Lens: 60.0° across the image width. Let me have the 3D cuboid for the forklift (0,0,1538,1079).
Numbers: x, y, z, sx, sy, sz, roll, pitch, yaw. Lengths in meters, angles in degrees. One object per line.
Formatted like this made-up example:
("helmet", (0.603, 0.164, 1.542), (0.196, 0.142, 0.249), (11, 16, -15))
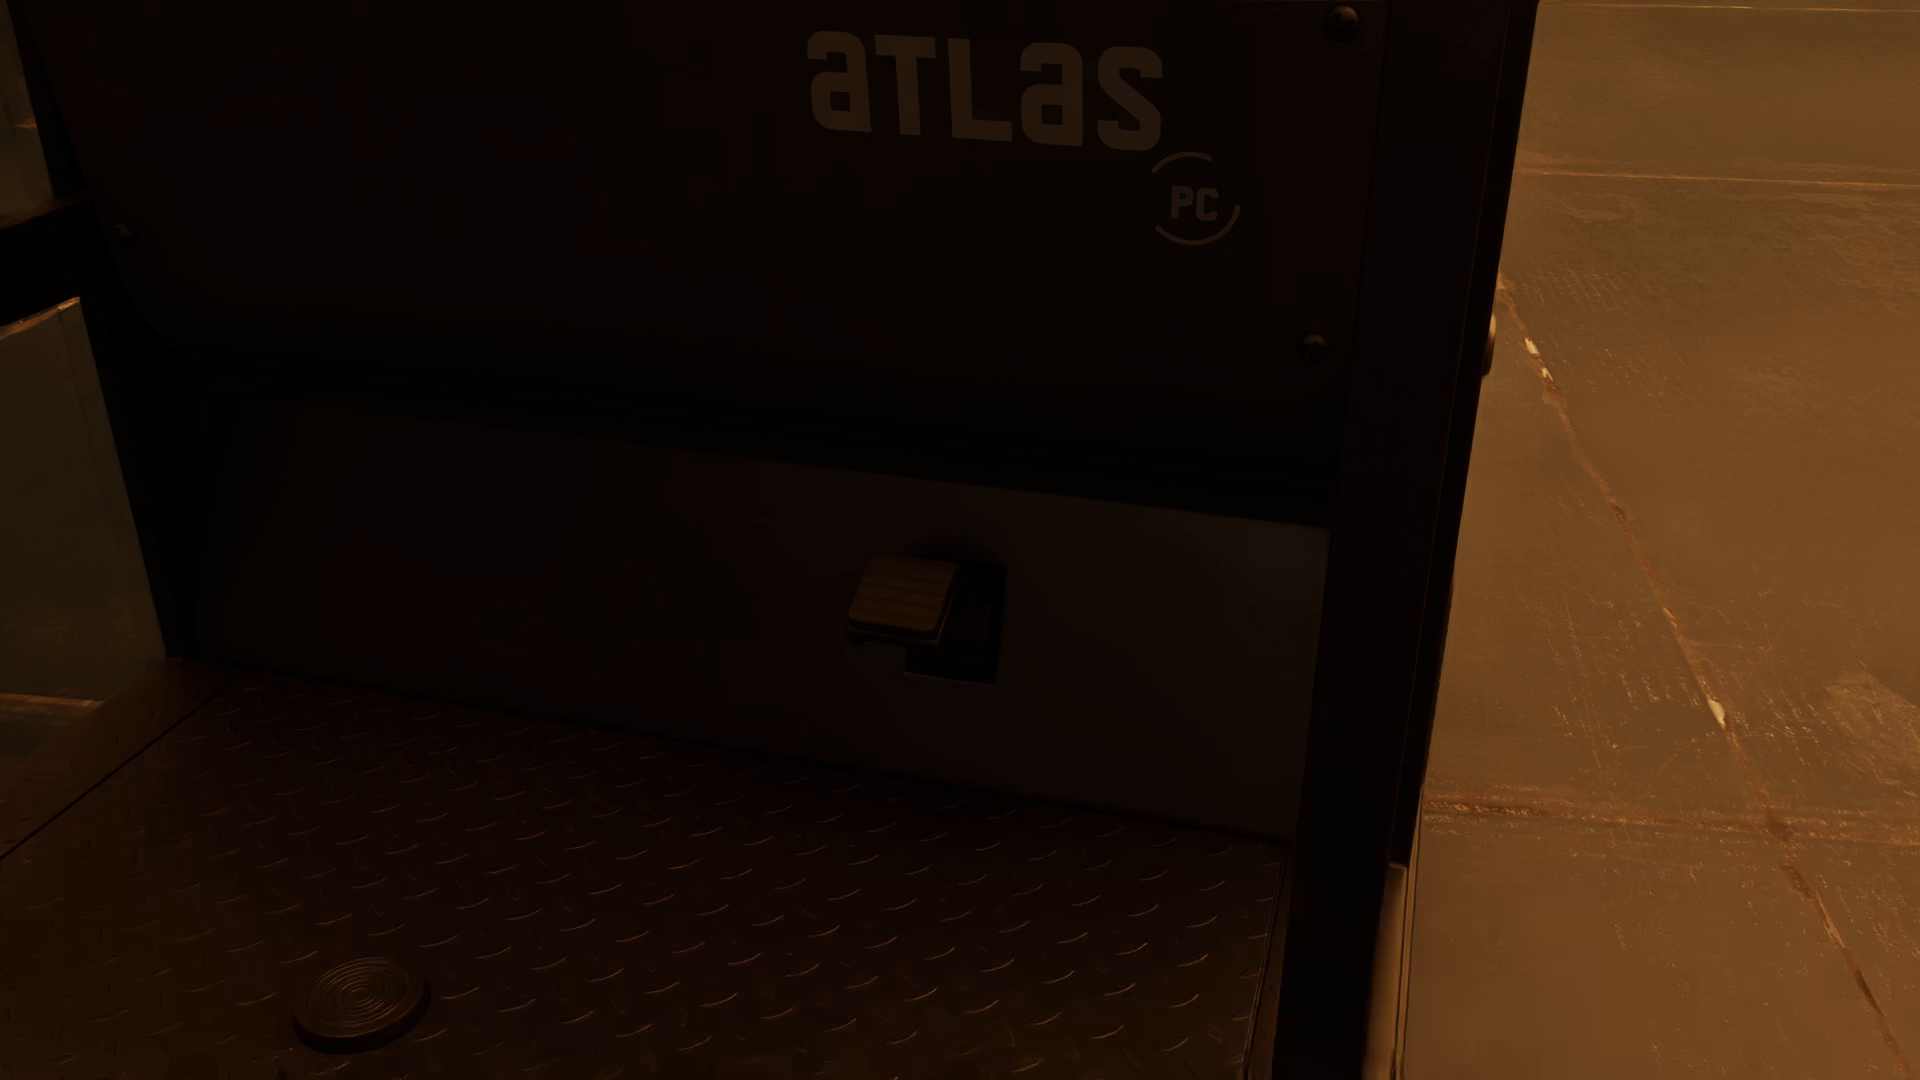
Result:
("forklift", (-0.246, -0.732, 0.684), (1.130, 2.935, 3.031), (7, 27, 14))
